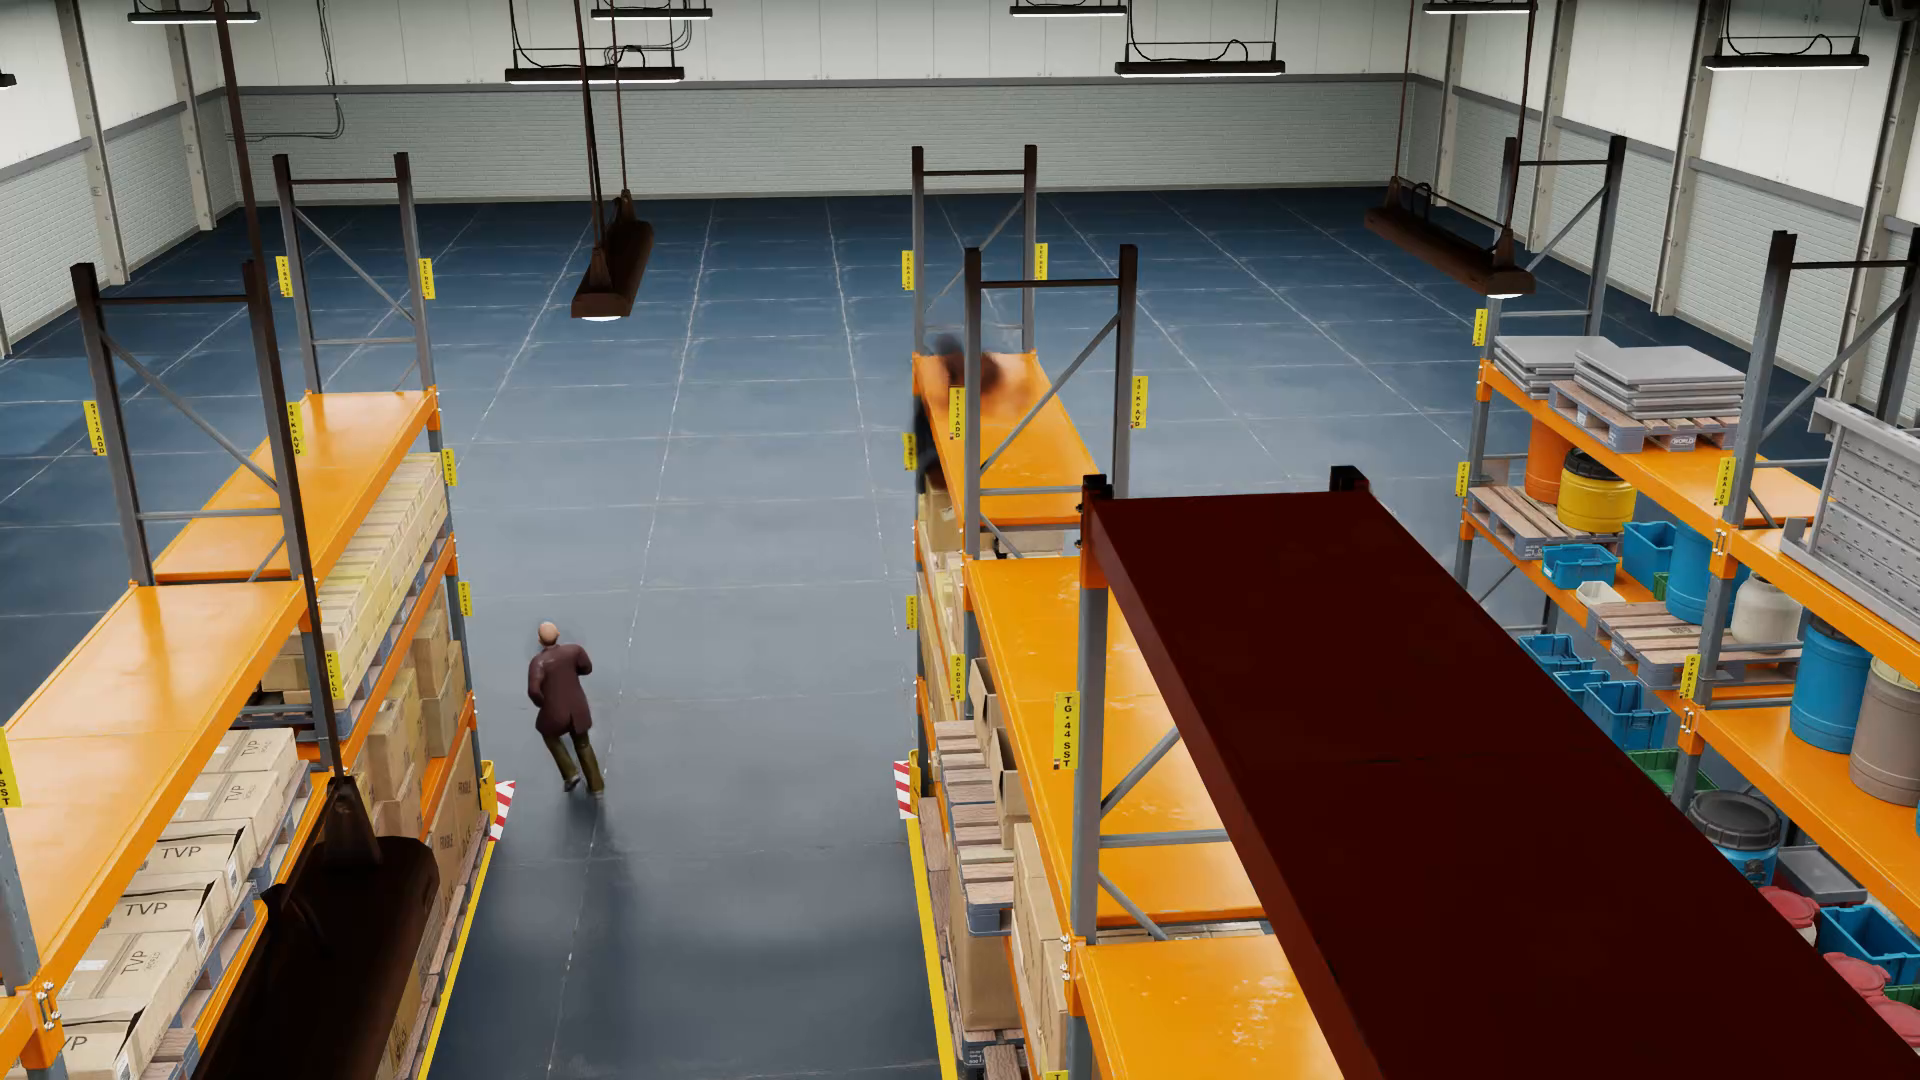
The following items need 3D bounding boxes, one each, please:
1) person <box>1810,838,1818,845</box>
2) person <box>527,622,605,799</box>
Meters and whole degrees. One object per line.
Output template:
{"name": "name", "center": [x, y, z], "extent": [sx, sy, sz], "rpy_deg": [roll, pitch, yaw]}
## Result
{"name": "person", "center": [7.073, 2.345, 13.477], "extent": [0.576, 1.631, 0.712], "rpy_deg": [-6, 22, -14]}
{"name": "person", "center": [-3.670, 1.594, 15.269], "extent": [0.706, 1.834, 0.803], "rpy_deg": [-14, 26, -31]}
